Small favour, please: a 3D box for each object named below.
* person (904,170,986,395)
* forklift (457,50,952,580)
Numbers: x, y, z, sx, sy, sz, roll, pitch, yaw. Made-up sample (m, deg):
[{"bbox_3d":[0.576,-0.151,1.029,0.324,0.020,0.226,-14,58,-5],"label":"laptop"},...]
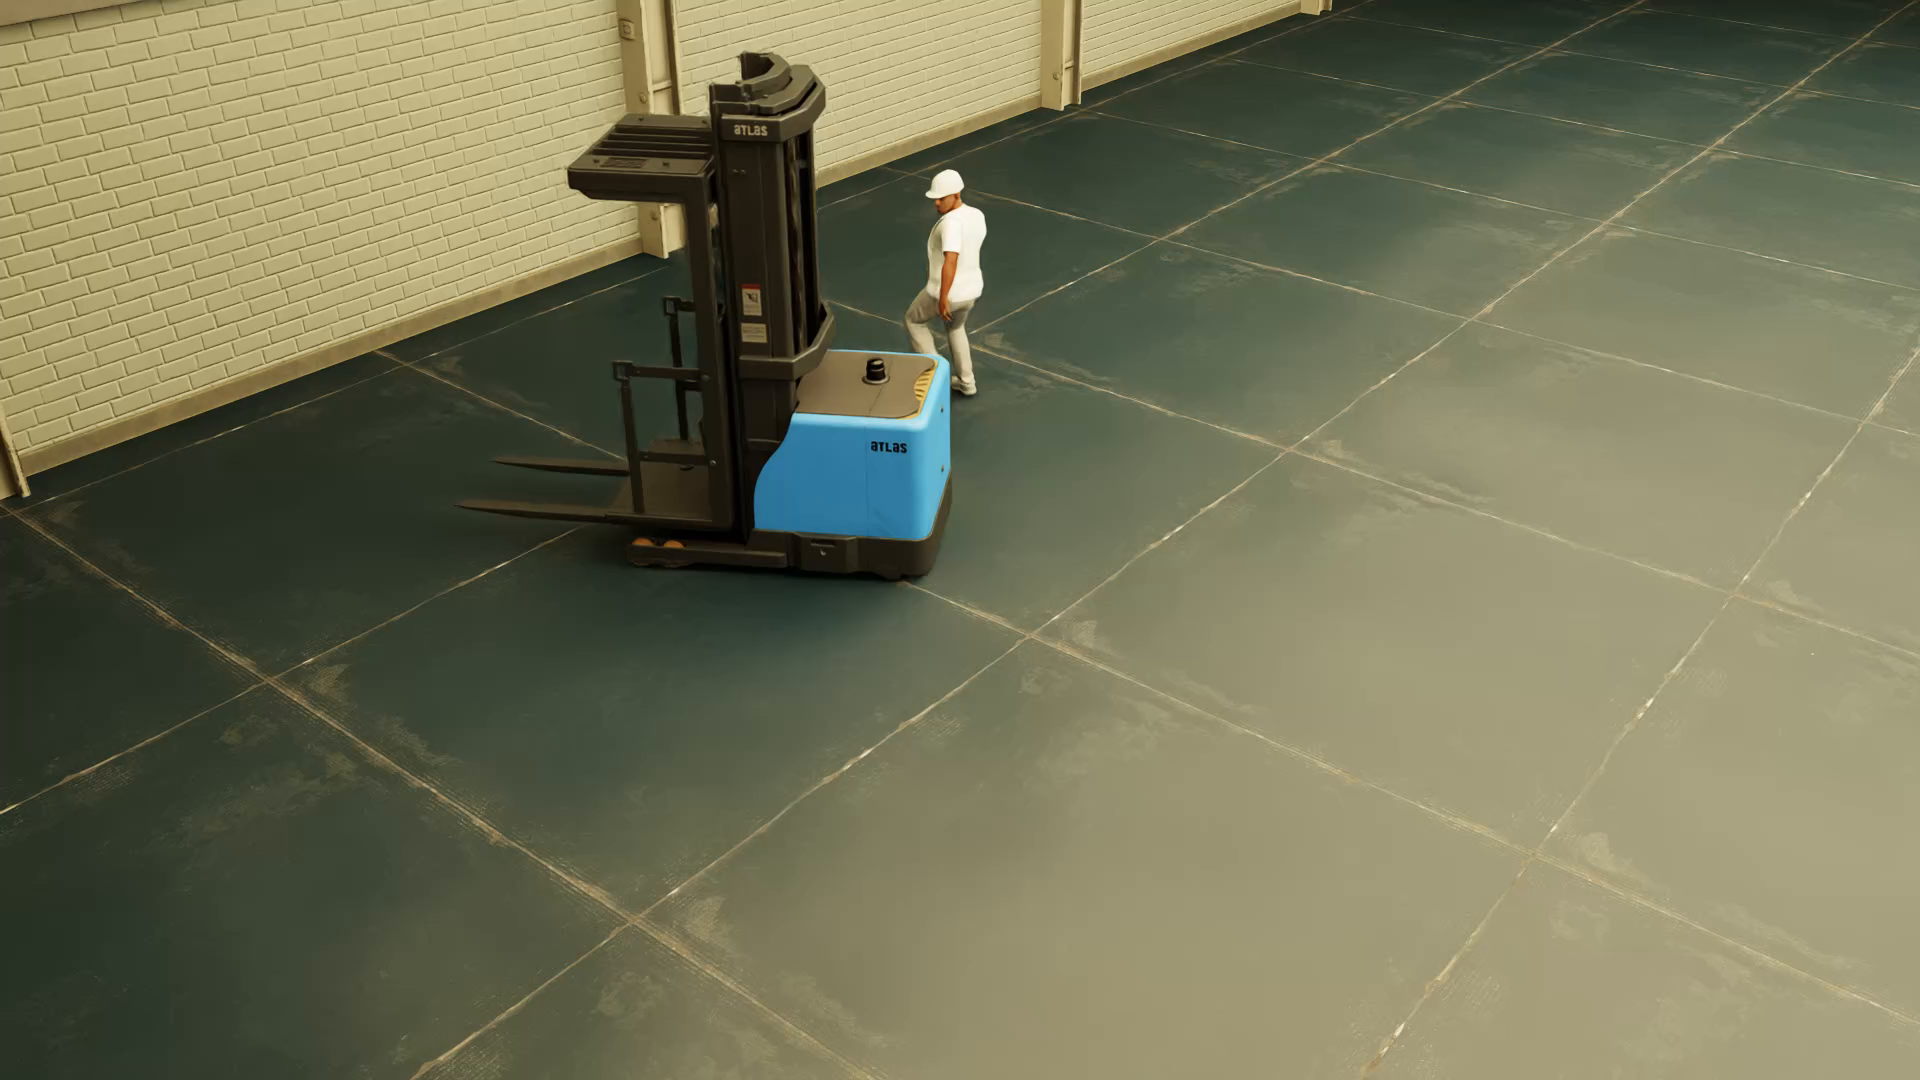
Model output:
[{"bbox_3d":[-0.075,-1.807,11.947,0.753,1.713,0.753,-26,39,-37],"label":"person"},{"bbox_3d":[-1.610,-1.351,9.908,3.031,2.935,1.130,4,31,7],"label":"forklift"}]
